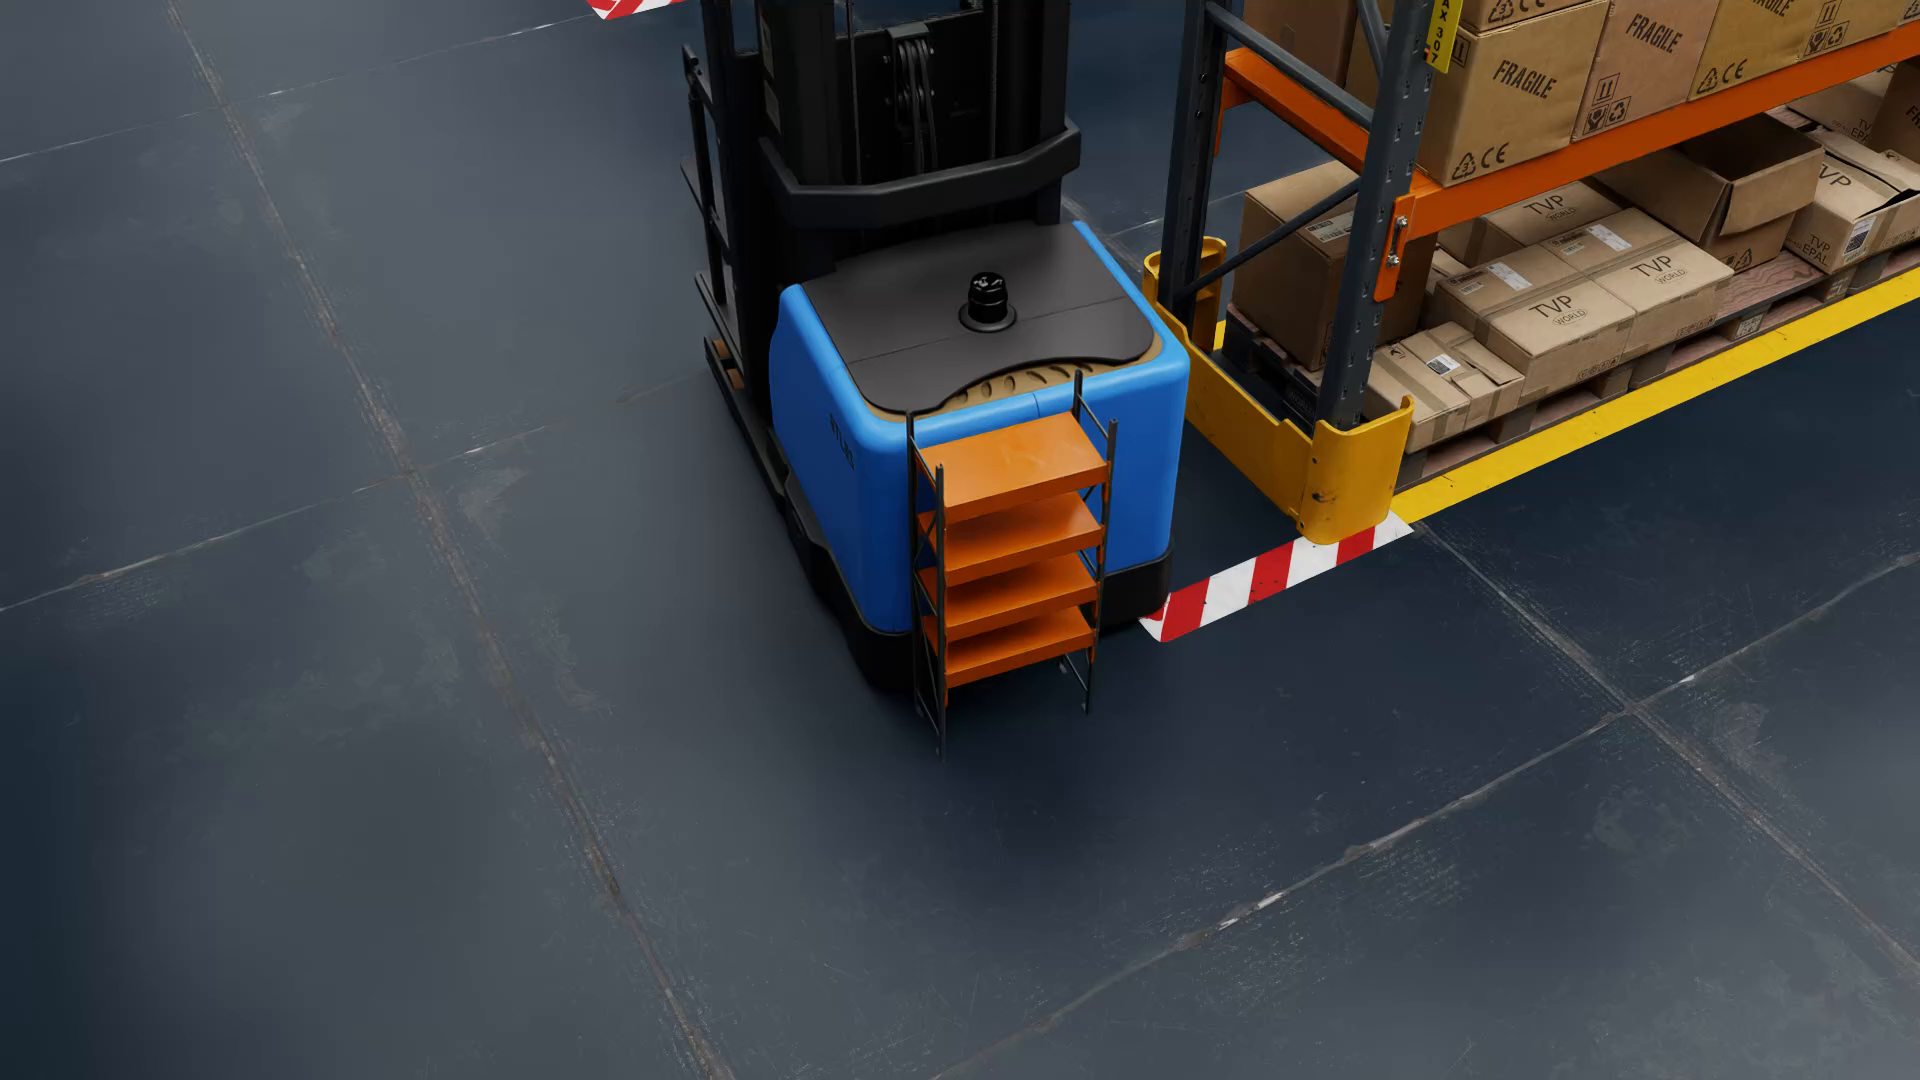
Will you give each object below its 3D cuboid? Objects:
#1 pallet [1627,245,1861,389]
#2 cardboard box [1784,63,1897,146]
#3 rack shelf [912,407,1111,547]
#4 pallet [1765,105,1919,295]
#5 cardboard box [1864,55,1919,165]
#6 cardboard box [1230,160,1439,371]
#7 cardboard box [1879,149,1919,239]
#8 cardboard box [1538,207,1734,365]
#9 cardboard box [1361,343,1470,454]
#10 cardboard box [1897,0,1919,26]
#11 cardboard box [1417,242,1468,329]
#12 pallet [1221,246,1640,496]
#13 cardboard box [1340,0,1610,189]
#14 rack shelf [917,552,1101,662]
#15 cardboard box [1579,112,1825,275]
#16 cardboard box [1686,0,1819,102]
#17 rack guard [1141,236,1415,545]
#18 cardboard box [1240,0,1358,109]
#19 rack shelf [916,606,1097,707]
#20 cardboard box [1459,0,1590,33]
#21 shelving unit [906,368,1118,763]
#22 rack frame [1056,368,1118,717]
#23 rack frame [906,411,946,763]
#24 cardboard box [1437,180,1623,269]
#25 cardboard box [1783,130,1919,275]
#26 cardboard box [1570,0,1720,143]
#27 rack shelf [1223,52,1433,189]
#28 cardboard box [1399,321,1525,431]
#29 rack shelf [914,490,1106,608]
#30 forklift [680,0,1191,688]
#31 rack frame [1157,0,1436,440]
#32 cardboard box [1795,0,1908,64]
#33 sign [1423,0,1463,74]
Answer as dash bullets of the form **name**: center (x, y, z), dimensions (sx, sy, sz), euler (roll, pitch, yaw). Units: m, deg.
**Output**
- **pallet**: center (2.837, -1.151, 6.784), dimensions (1.213, 0.211, 1.003), euler (-22, 48, -21)
- **cardboard box**: center (4.020, -1.993, 7.265), dimensions (0.500, 0.311, 0.500), euler (-22, 48, -21)
- **rack shelf**: center (0.135, -0.175, 4.504), dimensions (0.480, 0.148, 0.258), euler (-15, 46, -15)
- **pallet**: center (3.896, -1.577, 7.223), dimensions (1.213, 0.211, 1.003), euler (-22, 48, -21)
- **cardboard box**: center (4.139, -1.707, 6.834), dimensions (0.500, 0.500, 0.500), euler (-22, 48, -21)
- **cardboard box**: center (1.372, -1.026, 6.132), dimensions (0.500, 0.500, 0.500), euler (-22, 48, -21)
- **cardboard box**: center (3.844, -1.415, 6.785), dimensions (0.250, 0.149, 0.380), euler (-22, 48, -21)
- **cardboard box**: center (2.503, -0.963, 6.247), dimensions (0.500, 0.250, 0.500), euler (-22, 48, -21)
- **cardboard box**: center (1.558, -0.500, 5.843), dimensions (0.250, 0.149, 0.380), euler (-22, 48, -21)
- **cardboard box**: center (3.296, -2.164, 5.754), dimensions (0.500, 0.500, 0.500), euler (-21, 48, -20)
- **cardboard box**: center (1.768, -0.992, 6.337), dimensions (0.250, 0.166, 0.380), euler (-22, 48, -21)
- **pallet**: center (1.780, -0.730, 6.351), dimensions (1.213, 0.211, 1.003), euler (-22, 48, -21)
- **cardboard box**: center (1.540, -1.458, 5.027), dimensions (0.500, 0.500, 0.500), euler (-21, 48, -20)
- **rack shelf**: center (0.134, 0.154, 4.826), dimensions (0.480, 0.148, 0.258), euler (-15, 46, -15)
- **cardboard box**: center (2.865, -1.422, 6.539), dimensions (0.637, 0.503, 0.797), euler (-22, 48, -21)
- **cardboard box**: center (2.421, -1.813, 5.392), dimensions (0.500, 0.500, 0.500), euler (-22, 48, -21)
- **rack guard**: center (1.089, -0.557, 5.965), dimensions (0.348, 0.500, 1.175), euler (-22, 48, -21)
- **cardboard box**: center (1.276, -1.783, 5.362), dimensions (0.500, 0.500, 0.500), euler (-20, 48, -20)
- **rack shelf**: center (0.134, 0.296, 4.964), dimensions (0.480, 0.148, 0.258), euler (-15, 46, -15)
- **cardboard box**: center (1.540, -1.817, 4.679), dimensions (0.500, 0.500, 0.500), euler (-20, 48, -20)
- **shelving unit**: center (0.134, 0.106, 4.779), dimensions (0.503, 1.200, 0.258), euler (-15, 46, -15)
- **rack frame**: center (0.362, 0.044, 4.843), dimensions (0.015, 1.200, 0.240), euler (-15, 46, -15)
- **rack frame**: center (-0.093, 0.168, 4.715), dimensions (0.015, 1.200, 0.240), euler (-15, 46, -15)
- **cardboard box**: center (2.211, -1.248, 6.540), dimensions (0.500, 0.250, 0.500), euler (-22, 48, -21)
- **cardboard box**: center (3.489, -1.379, 6.632), dimensions (0.500, 0.311, 0.500), euler (-22, 48, -21)
- **cardboard box**: center (1.984, -1.640, 5.215), dimensions (0.500, 0.500, 0.500), euler (-22, 48, -21)
- **rack shelf**: center (2.758, -1.933, 5.965), dimensions (3.809, 0.124, 0.919), euler (-22, 48, -21)
- **cardboard box**: center (1.775, -0.593, 5.926), dimensions (0.250, 0.166, 0.380), euler (-22, 48, -21)
- **rack shelf**: center (0.135, -0.006, 4.669), dimensions (0.480, 0.148, 0.258), euler (-15, 46, -15)
- **forklift**: center (-0.328, -1.633, 5.329), dimensions (1.130, 2.935, 3.031), euler (-15, 46, -15)
- **rack frame**: center (1.024, -1.428, 5.067), dimensions (0.127, 3.000, 1.000), euler (-22, 48, -21)
- **cardboard box**: center (2.855, -1.985, 5.570), dimensions (0.500, 0.500, 0.500), euler (-21, 48, -20)
- **sign**: center (1.294, -1.411, 4.428), dimensions (0.005, 0.325, 0.100), euler (-22, 48, -21)
